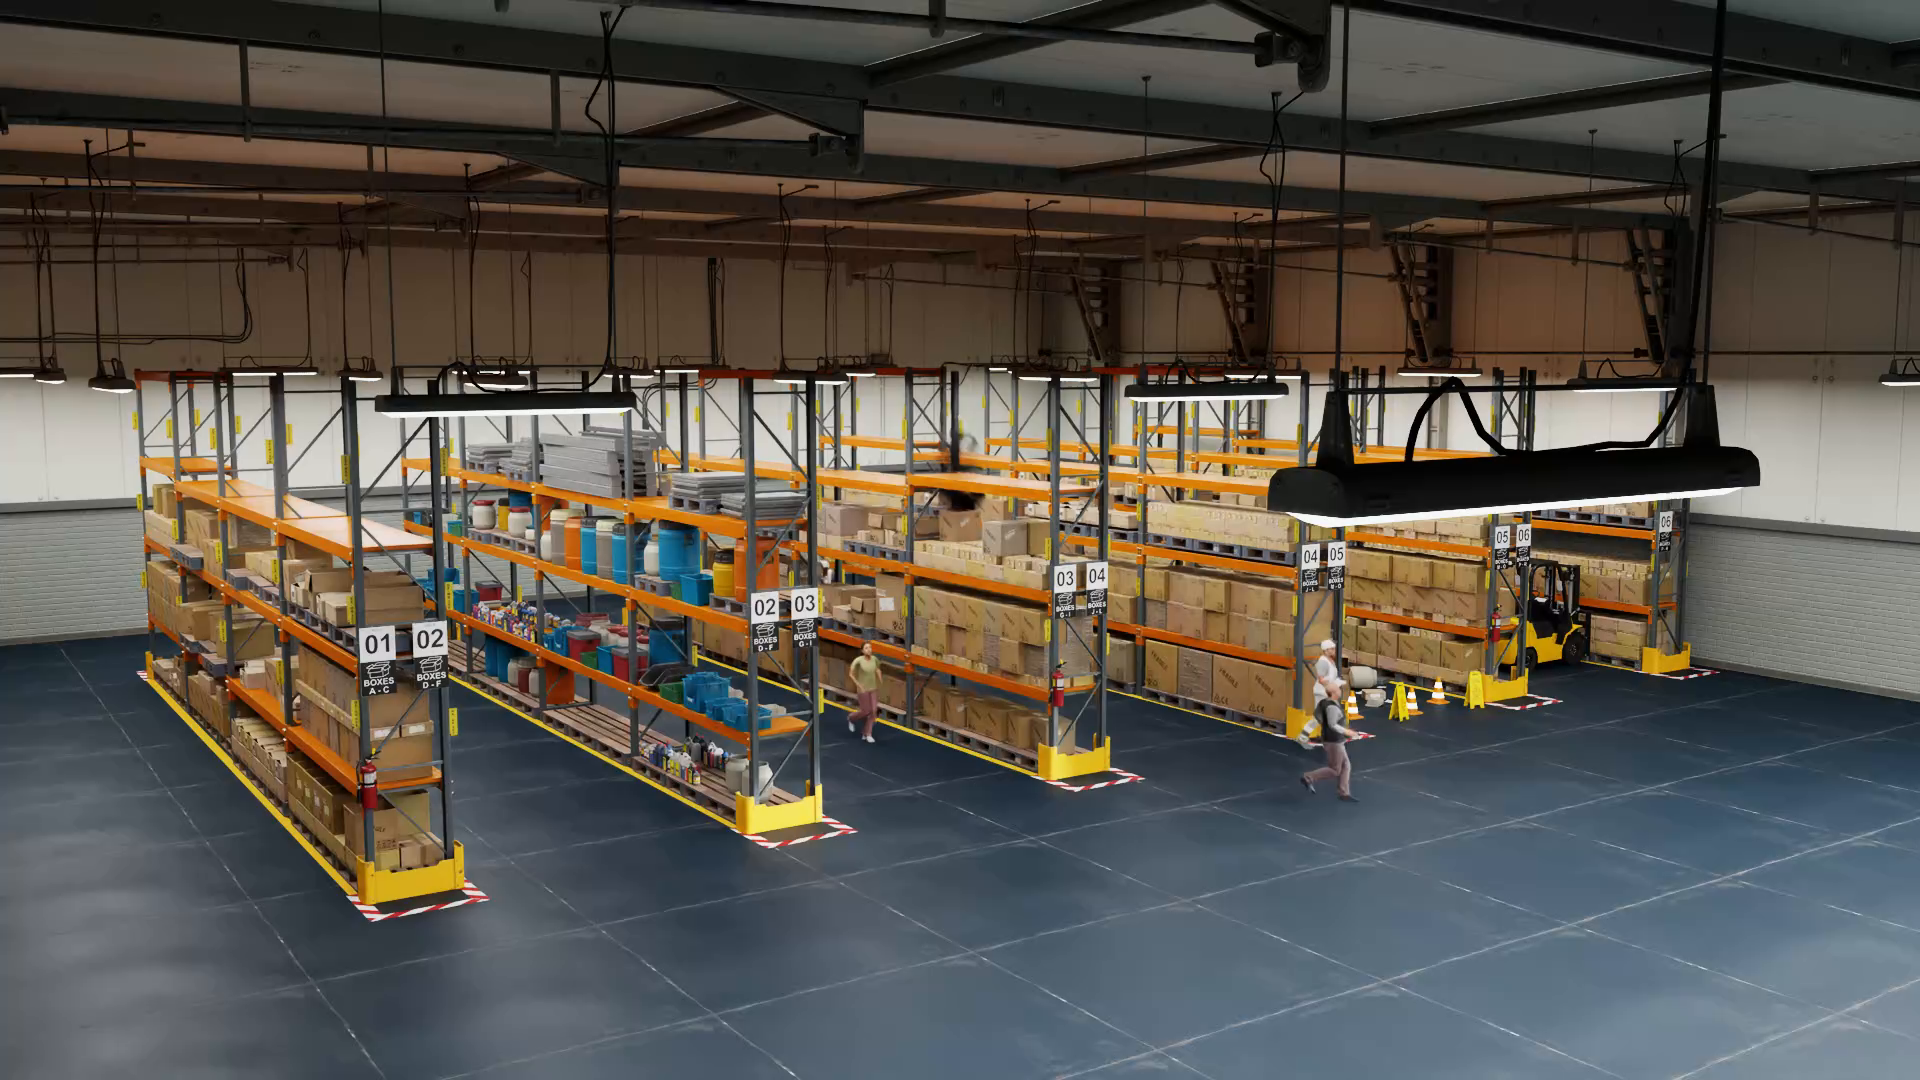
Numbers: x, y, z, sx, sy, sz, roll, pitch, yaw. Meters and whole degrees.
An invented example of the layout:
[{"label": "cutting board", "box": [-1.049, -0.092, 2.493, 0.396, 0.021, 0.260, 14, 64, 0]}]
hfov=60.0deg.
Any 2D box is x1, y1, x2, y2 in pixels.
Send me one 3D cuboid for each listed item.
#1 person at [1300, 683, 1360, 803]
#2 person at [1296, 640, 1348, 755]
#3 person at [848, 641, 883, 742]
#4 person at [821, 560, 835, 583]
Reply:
[{"label": "person", "box": [5.220, 2.860, 23.429, 0.867, 1.718, 0.671, 0, 6, 3]}, {"label": "person", "box": [5.743, 2.484, 26.271, 0.801, 1.848, 0.681, 4, 8, 31]}, {"label": "person", "box": [-1.549, 2.458, 27.265, 0.578, 1.642, 0.610, -4, 8, -33]}, {"label": "person", "box": [-3.226, 1.253, 38.055, 0.687, 1.658, 1.031, -3, 7, -26]}]
